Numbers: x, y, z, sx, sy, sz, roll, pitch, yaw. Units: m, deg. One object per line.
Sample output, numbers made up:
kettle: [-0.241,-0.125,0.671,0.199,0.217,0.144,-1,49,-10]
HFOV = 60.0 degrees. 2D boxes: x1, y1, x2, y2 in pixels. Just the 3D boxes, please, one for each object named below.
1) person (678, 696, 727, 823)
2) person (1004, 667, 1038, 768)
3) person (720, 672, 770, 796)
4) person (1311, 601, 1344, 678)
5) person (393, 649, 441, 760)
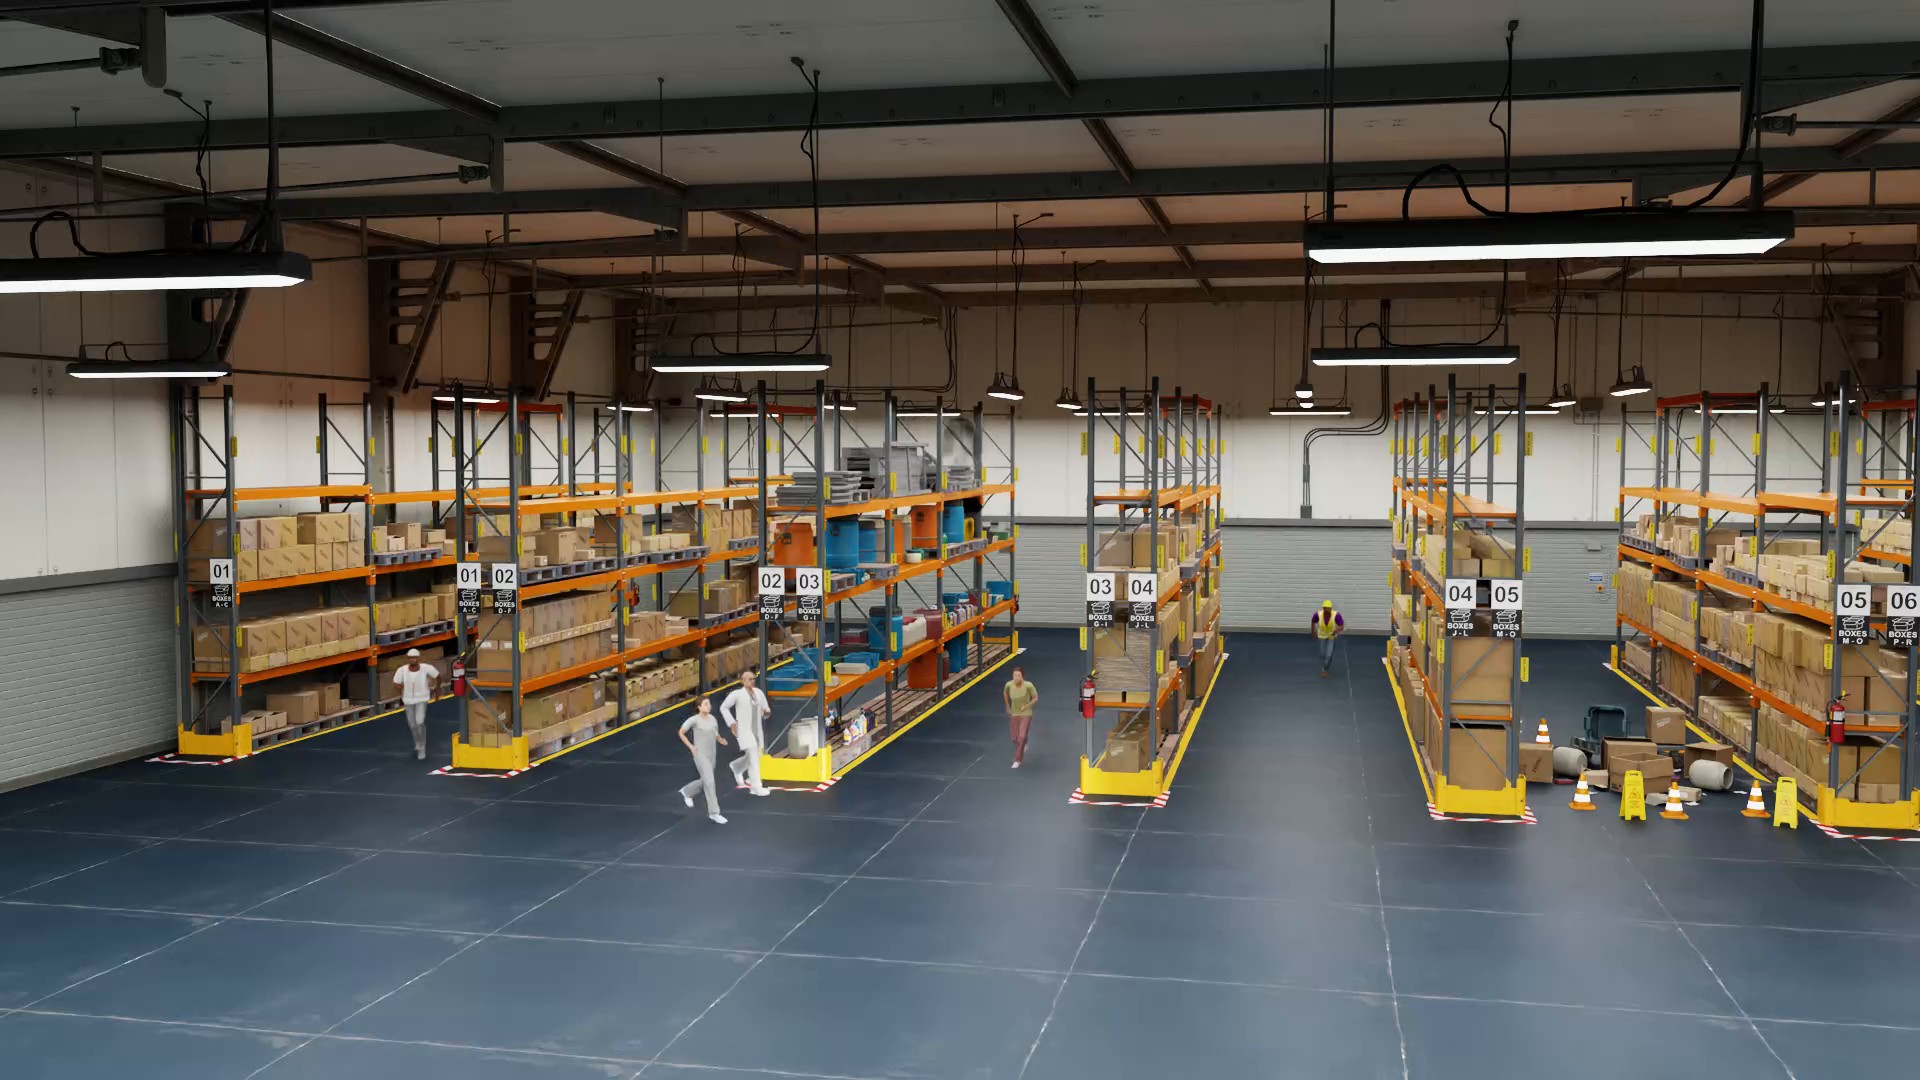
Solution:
person: [-3.465,2.921,22.364,0.925,1.674,0.569,3,4,38]
person: [0.962,2.765,26.077,0.574,1.602,0.707,1,3,12]
person: [-3.067,2.767,23.961,0.710,1.755,0.949,-3,4,-44]
person: [7.998,2.150,36.227,0.693,1.689,0.780,1,3,12]
person: [-8.784,2.637,26.869,0.707,1.791,0.817,0,3,-3]
